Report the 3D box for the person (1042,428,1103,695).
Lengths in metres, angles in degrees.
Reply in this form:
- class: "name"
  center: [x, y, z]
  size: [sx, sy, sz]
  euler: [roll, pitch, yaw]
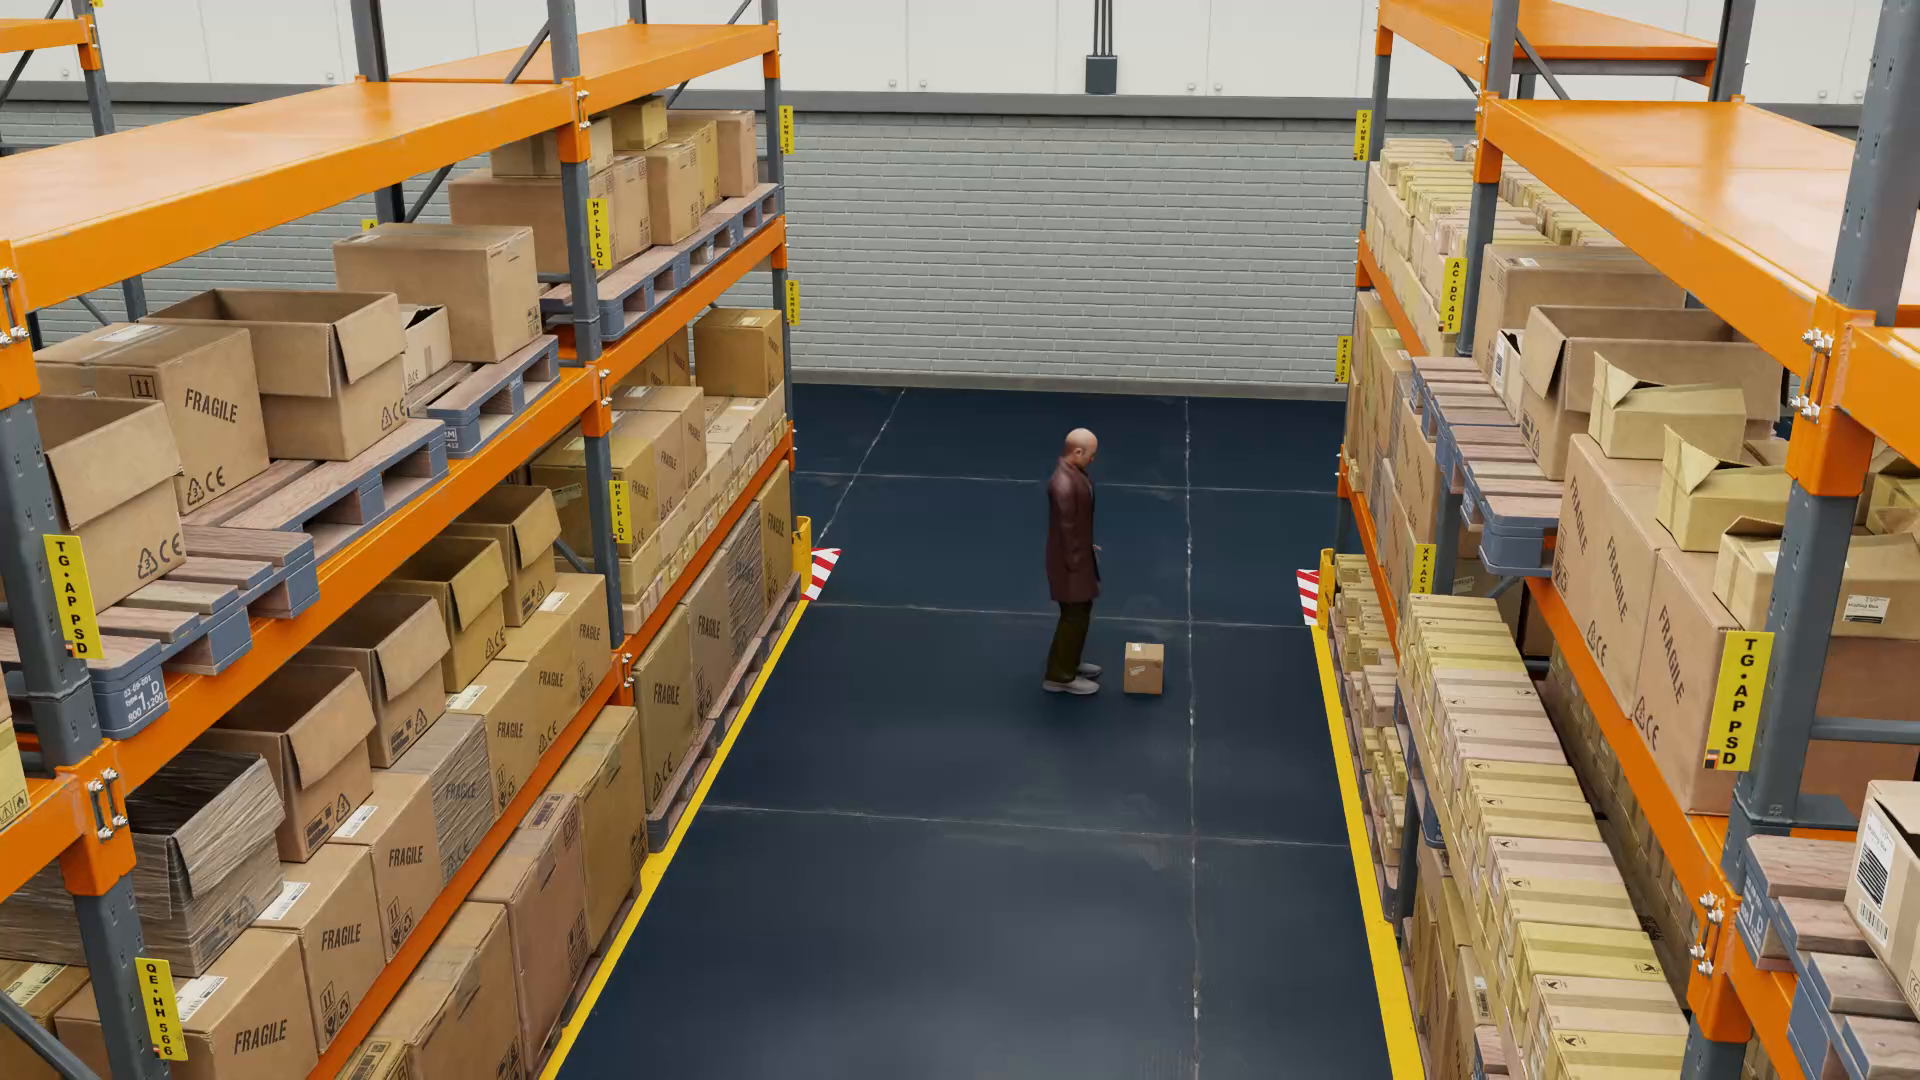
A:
- class: "person"
  center: [0.752, 0.123, 10.816]
  size: [0.382, 1.761, 0.569]
  euler: [3, 21, 8]
